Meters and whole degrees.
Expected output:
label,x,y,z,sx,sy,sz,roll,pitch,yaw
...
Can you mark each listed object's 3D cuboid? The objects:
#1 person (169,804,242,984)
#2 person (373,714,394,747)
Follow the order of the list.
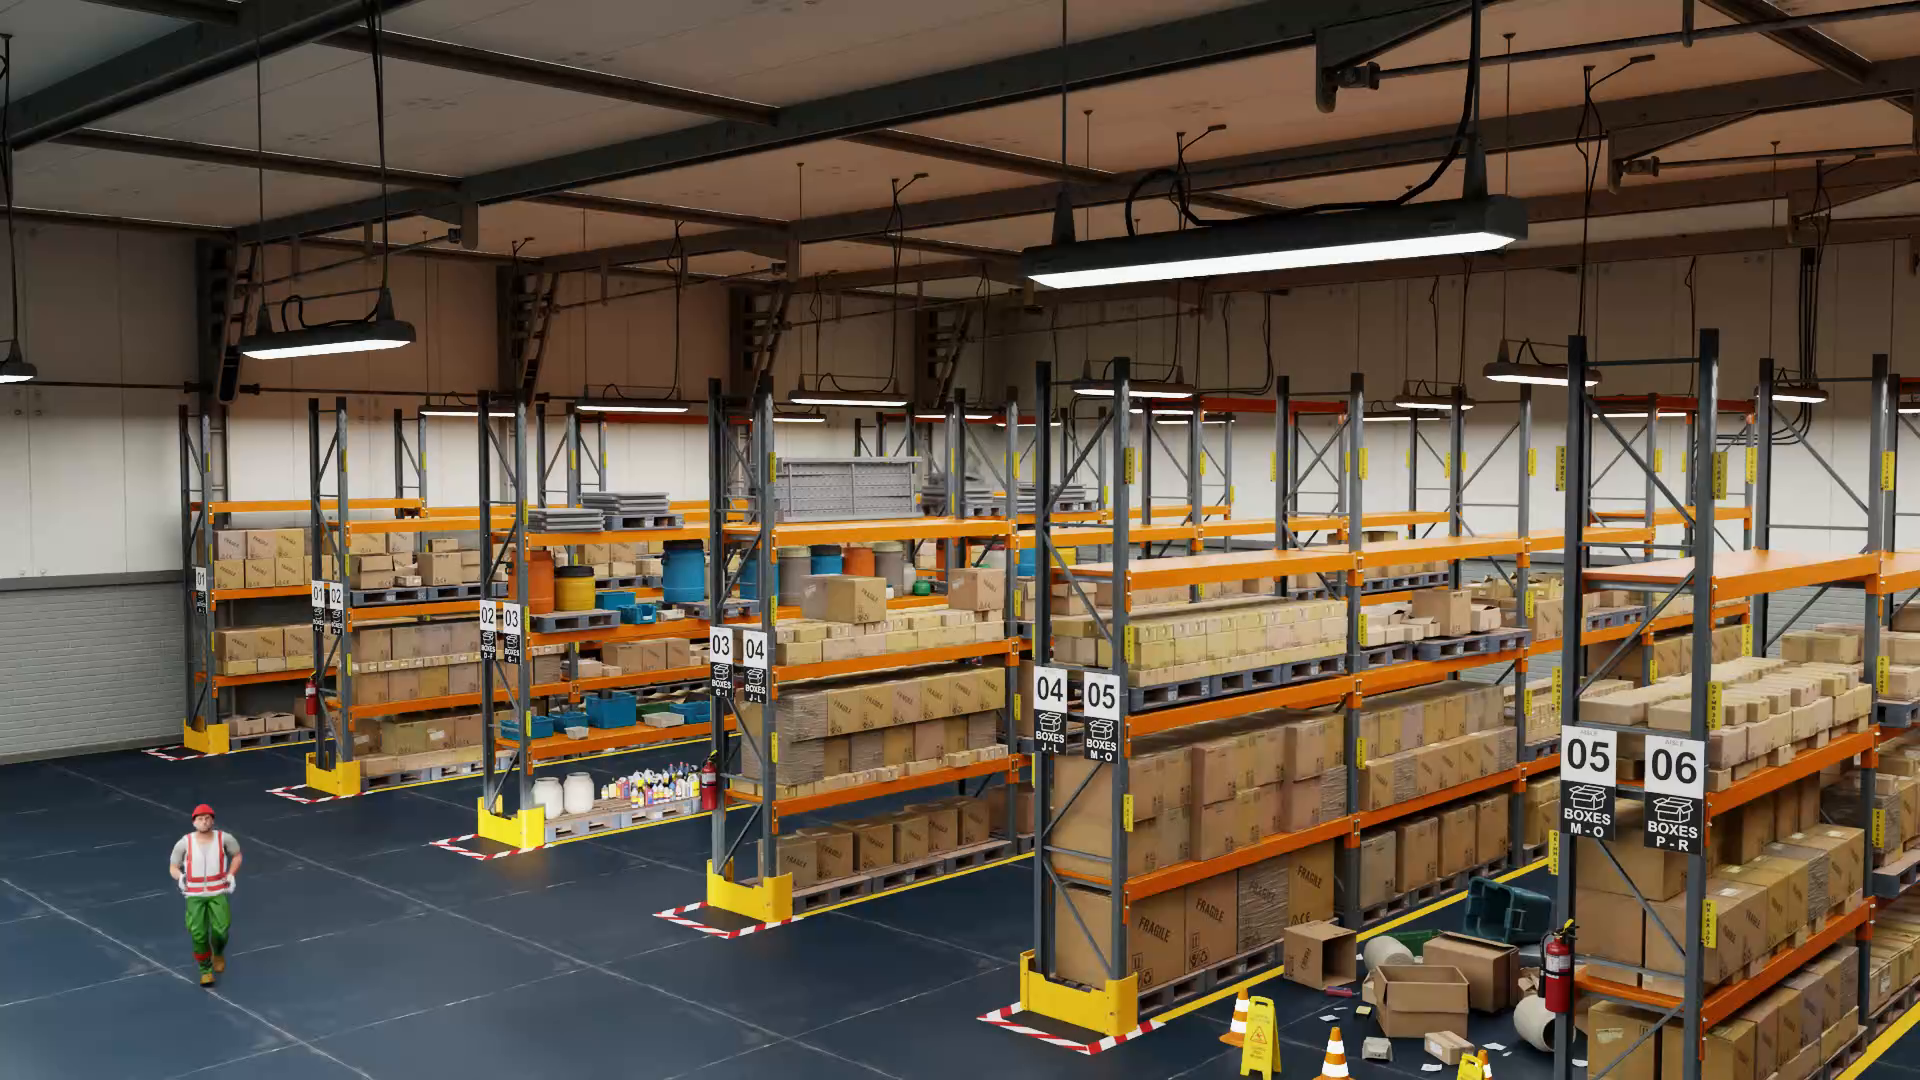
label,x,y,z,sx,sy,sz,roll,pitch,yaw
person,-7.301,3.436,16.119,0.648,1.740,0.598,-1,3,-24
person,-9.551,2.888,27.516,0.593,1.722,0.816,3,4,41
